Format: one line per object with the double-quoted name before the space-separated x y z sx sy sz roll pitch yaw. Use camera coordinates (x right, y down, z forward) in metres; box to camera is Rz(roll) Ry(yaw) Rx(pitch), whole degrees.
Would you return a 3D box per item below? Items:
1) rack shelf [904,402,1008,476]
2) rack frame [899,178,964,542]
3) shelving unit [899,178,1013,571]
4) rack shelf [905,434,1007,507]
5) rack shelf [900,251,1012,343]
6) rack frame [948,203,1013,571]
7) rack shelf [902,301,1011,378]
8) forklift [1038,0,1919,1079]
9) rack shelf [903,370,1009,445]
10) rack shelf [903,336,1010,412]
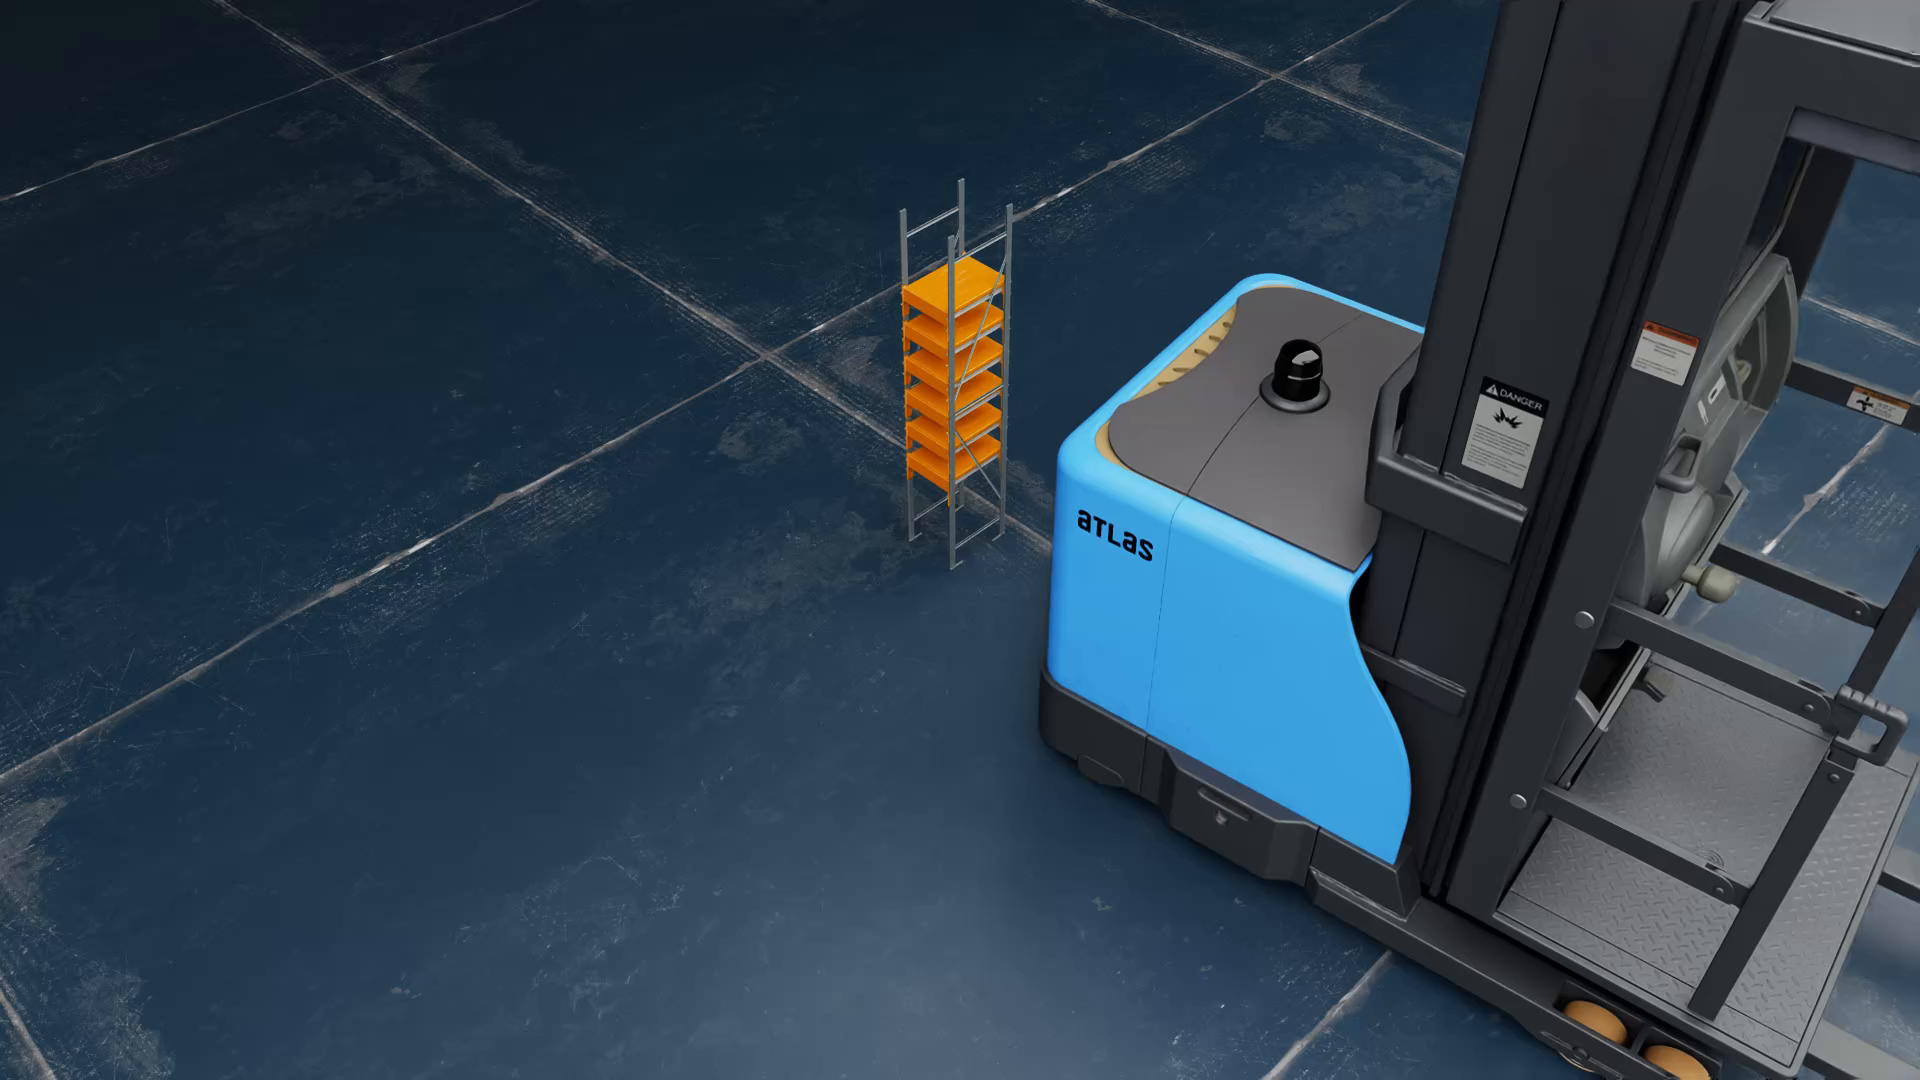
"rack shelf" -0.010 -0.327 4.962 0.258 0.103 0.180 -34 53 -31
"rack frame" -0.075 -0.492 4.898 0.240 1.200 0.006 -34 53 -31
"shelving unit" -0.010 -0.448 4.850 0.258 1.200 0.189 -34 53 -31
"rack shelf" -0.010 -0.239 5.043 0.258 0.103 0.180 -34 53 -31
"rack shelf" -0.010 -0.679 4.636 0.258 0.103 0.180 -34 53 -31
"rack frame" 0.054 -0.404 4.803 0.240 1.200 0.006 -34 53 -31
"rack shelf" -0.010 -0.591 4.718 0.258 0.103 0.180 -34 53 -31
"forklift" 1.699 -0.167 3.271 3.031 2.935 1.130 27 49 26
"rack shelf" -0.010 -0.415 4.880 0.258 0.103 0.180 -34 53 -31
"rack shelf" -0.010 -0.503 4.799 0.258 0.103 0.180 -34 53 -31
